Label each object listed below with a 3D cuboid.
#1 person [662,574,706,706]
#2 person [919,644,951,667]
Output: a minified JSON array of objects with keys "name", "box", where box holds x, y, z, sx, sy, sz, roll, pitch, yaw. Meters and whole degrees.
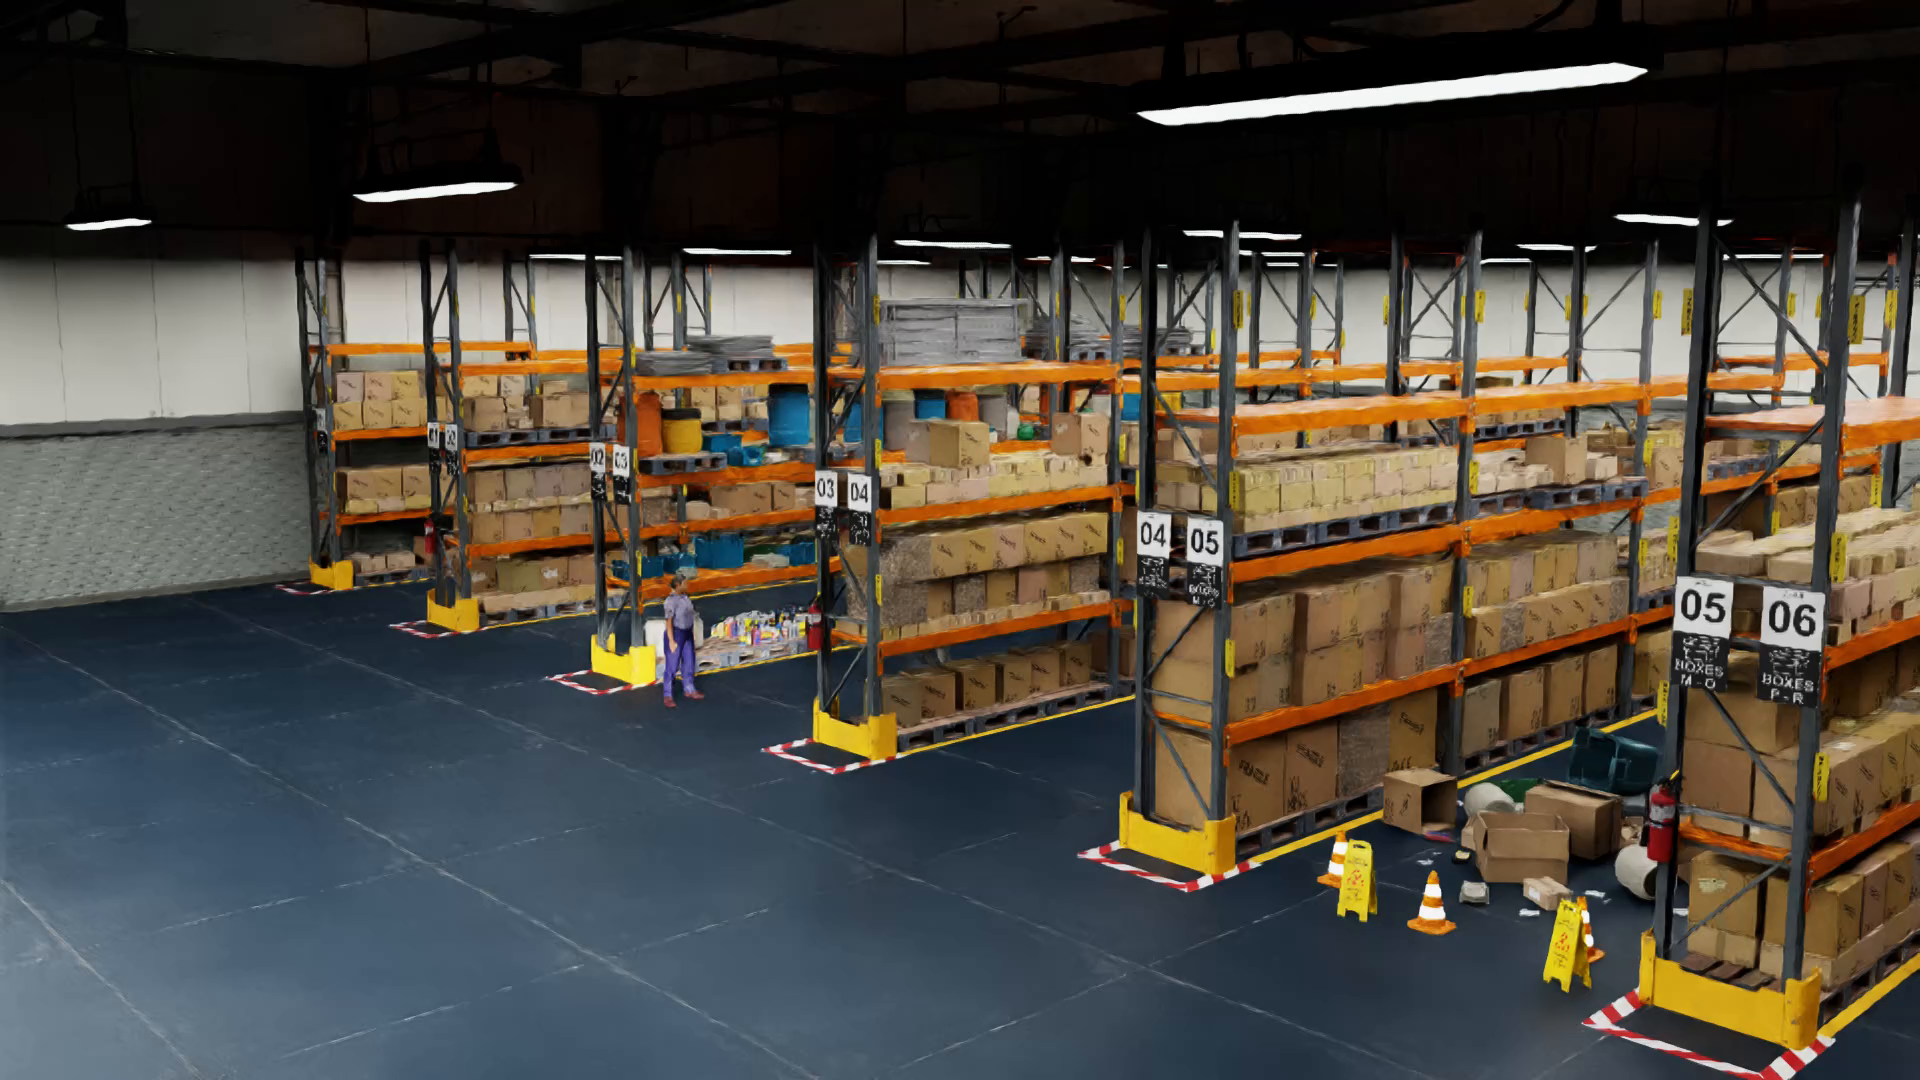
[{"name":"person","box":[-3.541,1.250,21.144,0.445,1.657,0.580,3,9,20]},{"name":"person","box":[-0.316,1.154,21.711,0.578,1.714,0.719,-8,12,-44]}]
